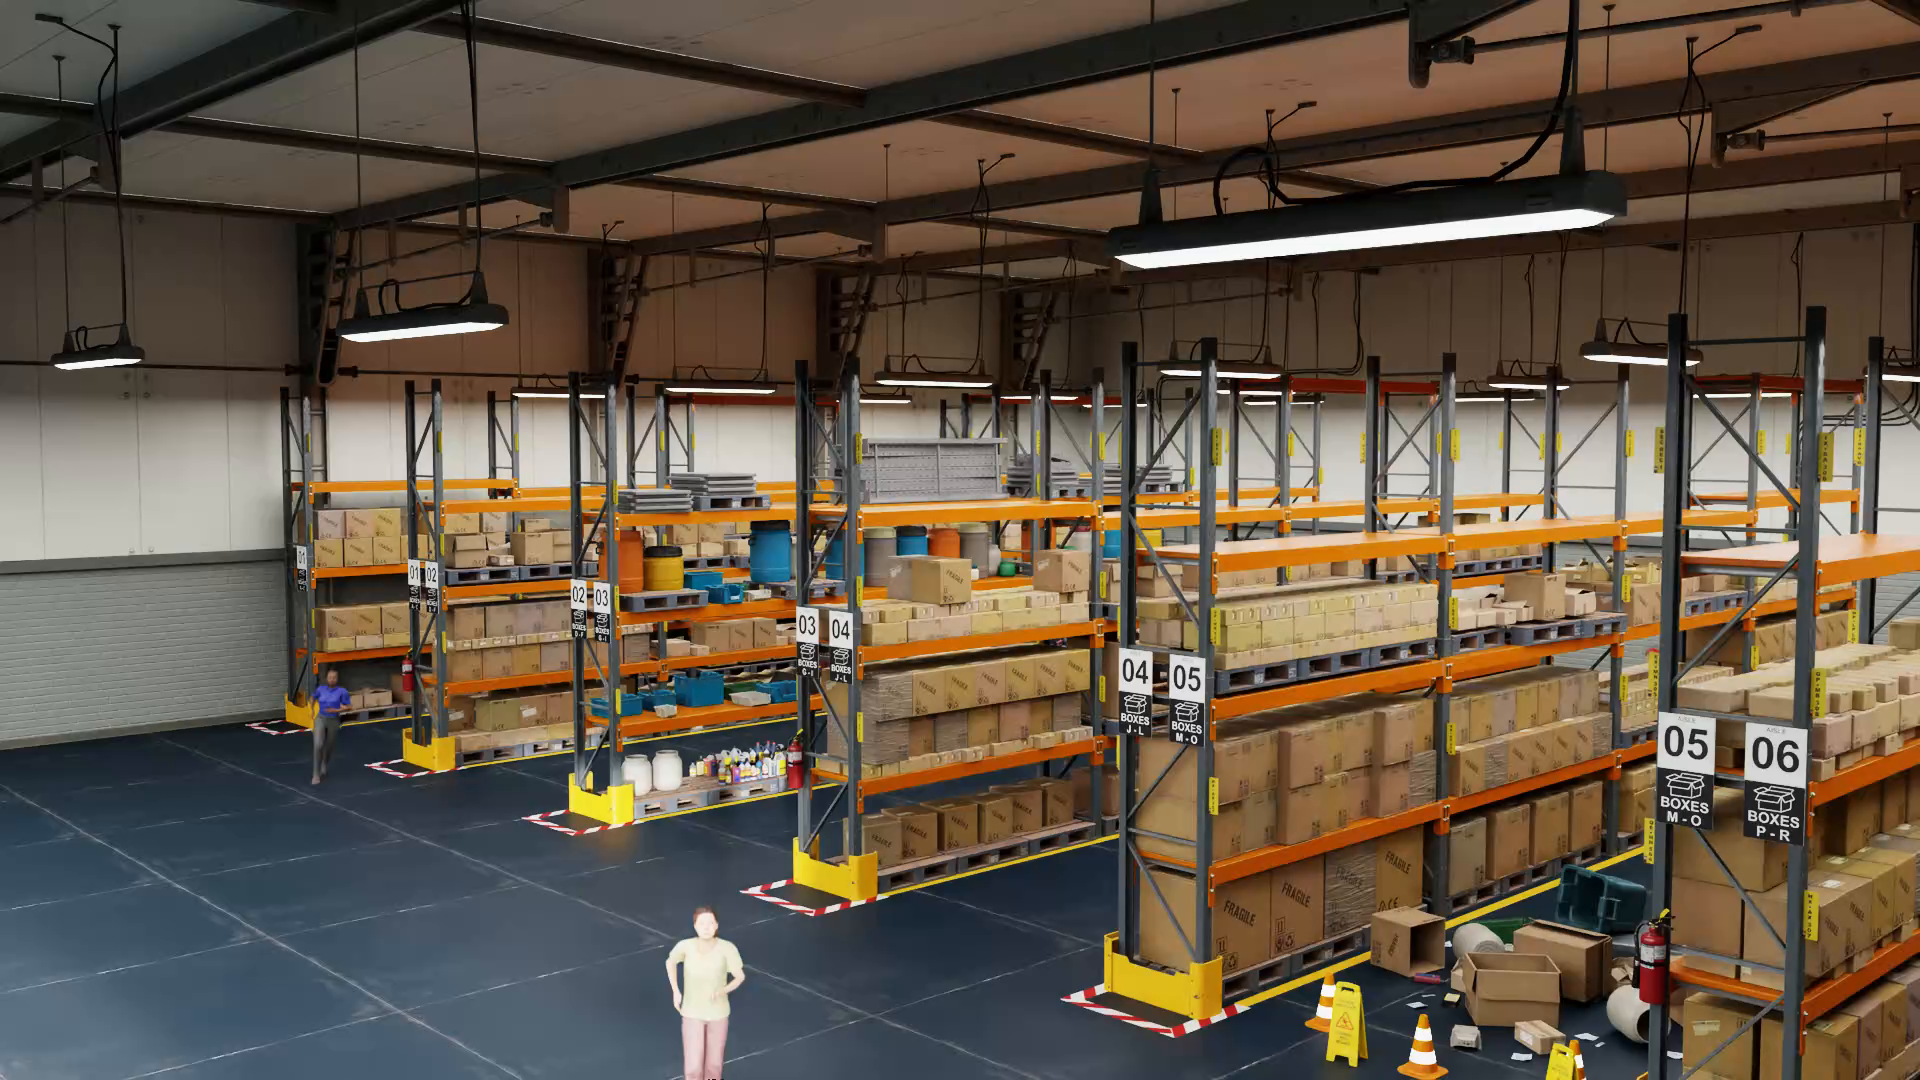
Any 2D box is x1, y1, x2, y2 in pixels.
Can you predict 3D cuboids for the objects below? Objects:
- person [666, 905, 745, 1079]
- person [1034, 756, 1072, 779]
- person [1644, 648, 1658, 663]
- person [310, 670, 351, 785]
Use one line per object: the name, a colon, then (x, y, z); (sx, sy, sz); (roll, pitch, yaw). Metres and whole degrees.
person: (-1.880, 3.557, 12.310); (0.578, 1.731, 0.620); (-1, 4, -9)
person: (1.403, 2.713, 24.893); (0.594, 1.725, 0.857); (2, 4, 31)
person: (10.880, 2.606, 26.090); (0.784, 1.834, 0.664); (-3, 5, -41)
person: (-9.415, 2.771, 24.888); (0.592, 1.673, 0.864); (-1, 4, -17)
